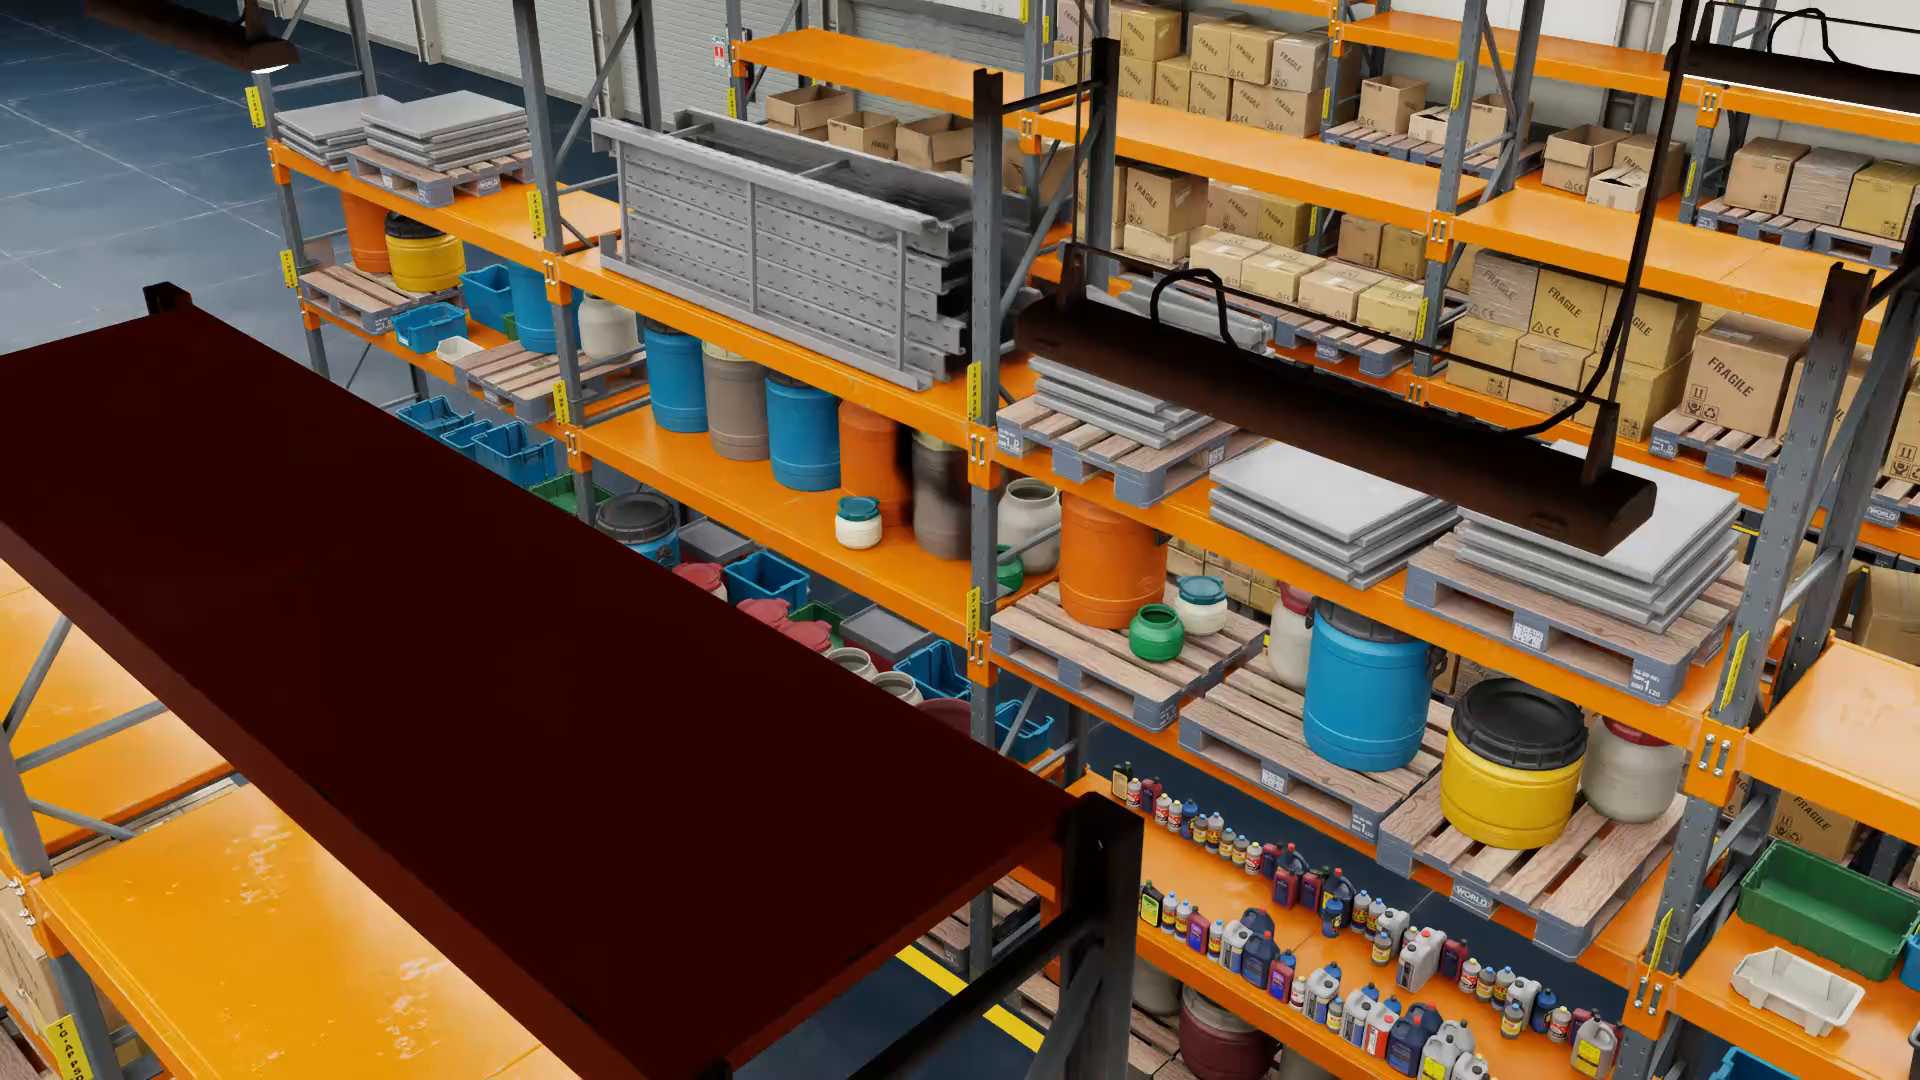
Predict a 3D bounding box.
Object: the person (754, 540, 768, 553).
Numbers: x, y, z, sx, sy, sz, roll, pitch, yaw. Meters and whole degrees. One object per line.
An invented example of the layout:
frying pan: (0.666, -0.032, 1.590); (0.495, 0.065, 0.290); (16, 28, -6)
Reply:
person: (-1.707, -0.185, 14.801); (0.667, 1.735, 0.685); (17, 33, 27)
